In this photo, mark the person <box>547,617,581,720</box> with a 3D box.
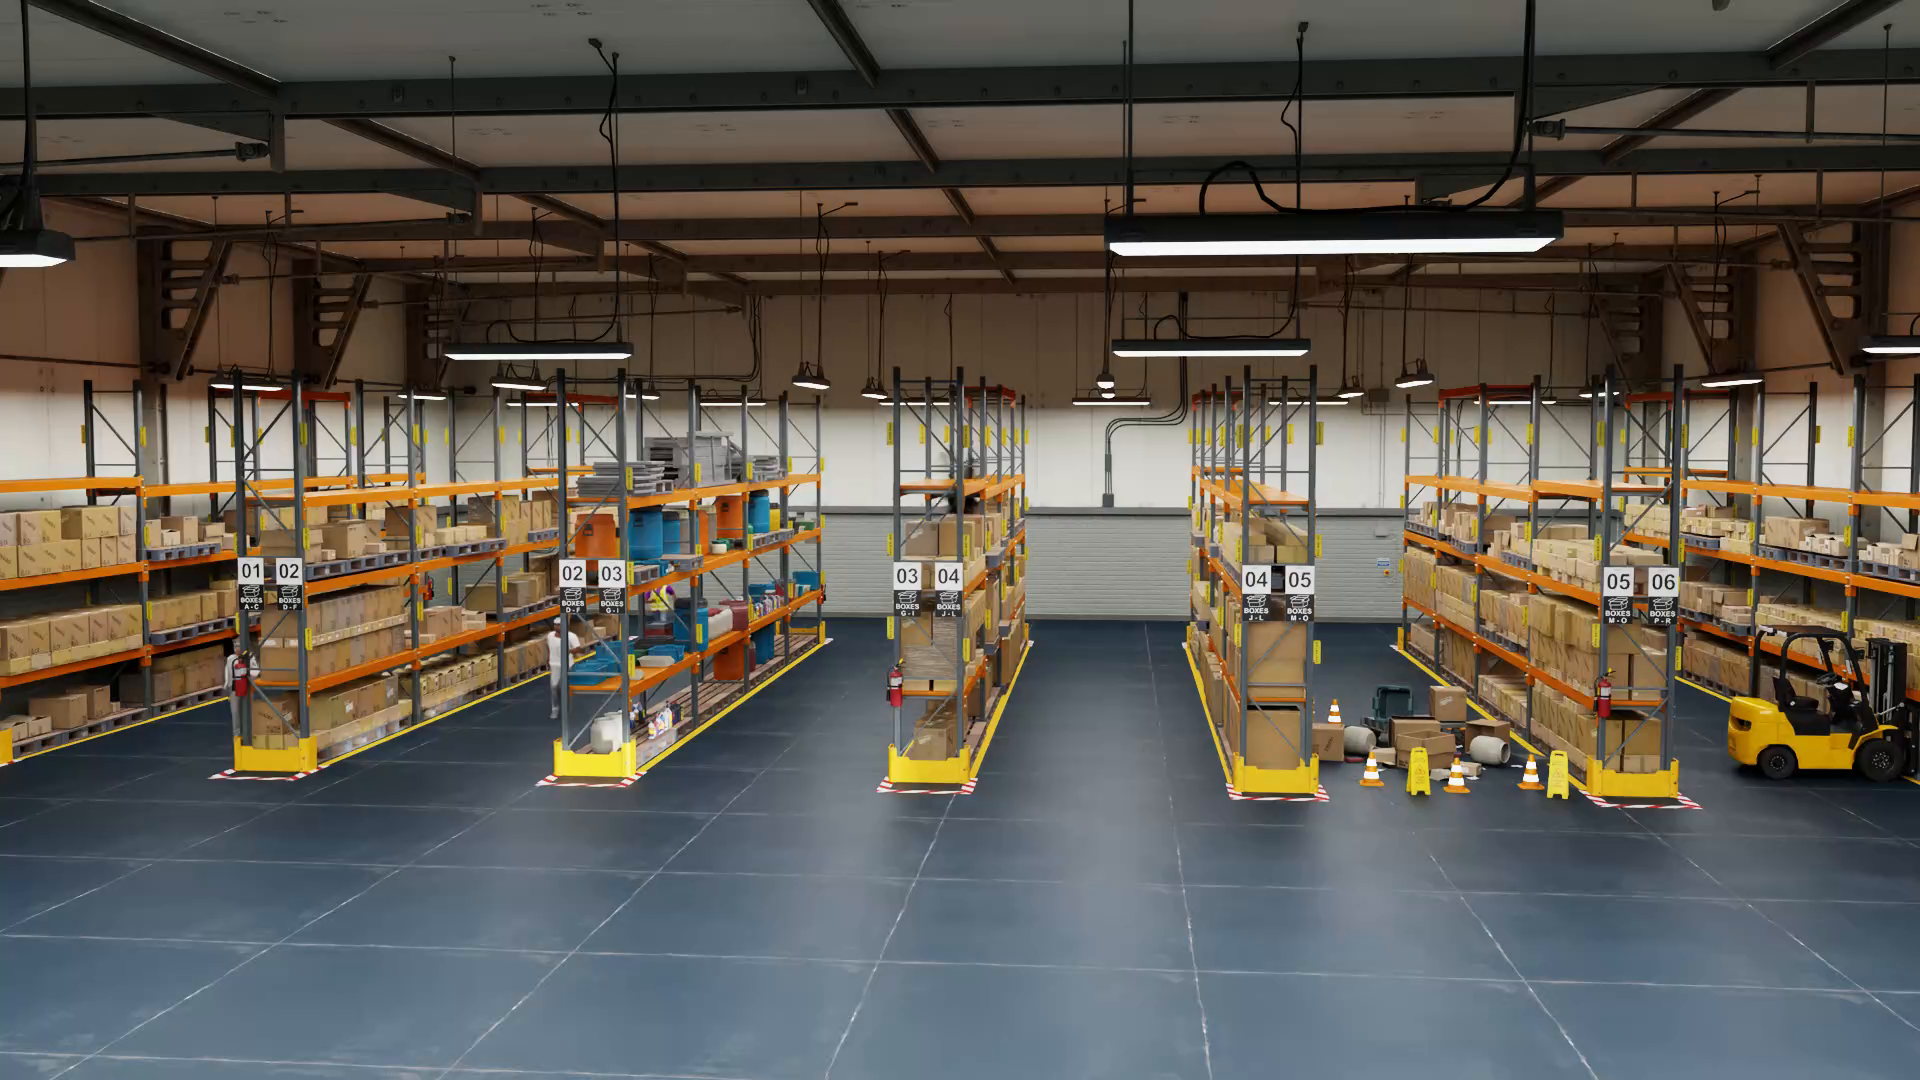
[{"bbox_3d":[-7.102,2.283,29.750,0.663,1.833,0.783,0,4,1],"label":"person"}]

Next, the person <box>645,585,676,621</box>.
[{"bbox_3d":[-7.058,1.688,39.014,0.743,1.796,0.902,0,4,6],"label":"person"}]

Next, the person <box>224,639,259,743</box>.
[{"bbox_3d":[-11.808,2.441,27.330,0.612,1.672,0.896,0,4,-7],"label":"person"}]
